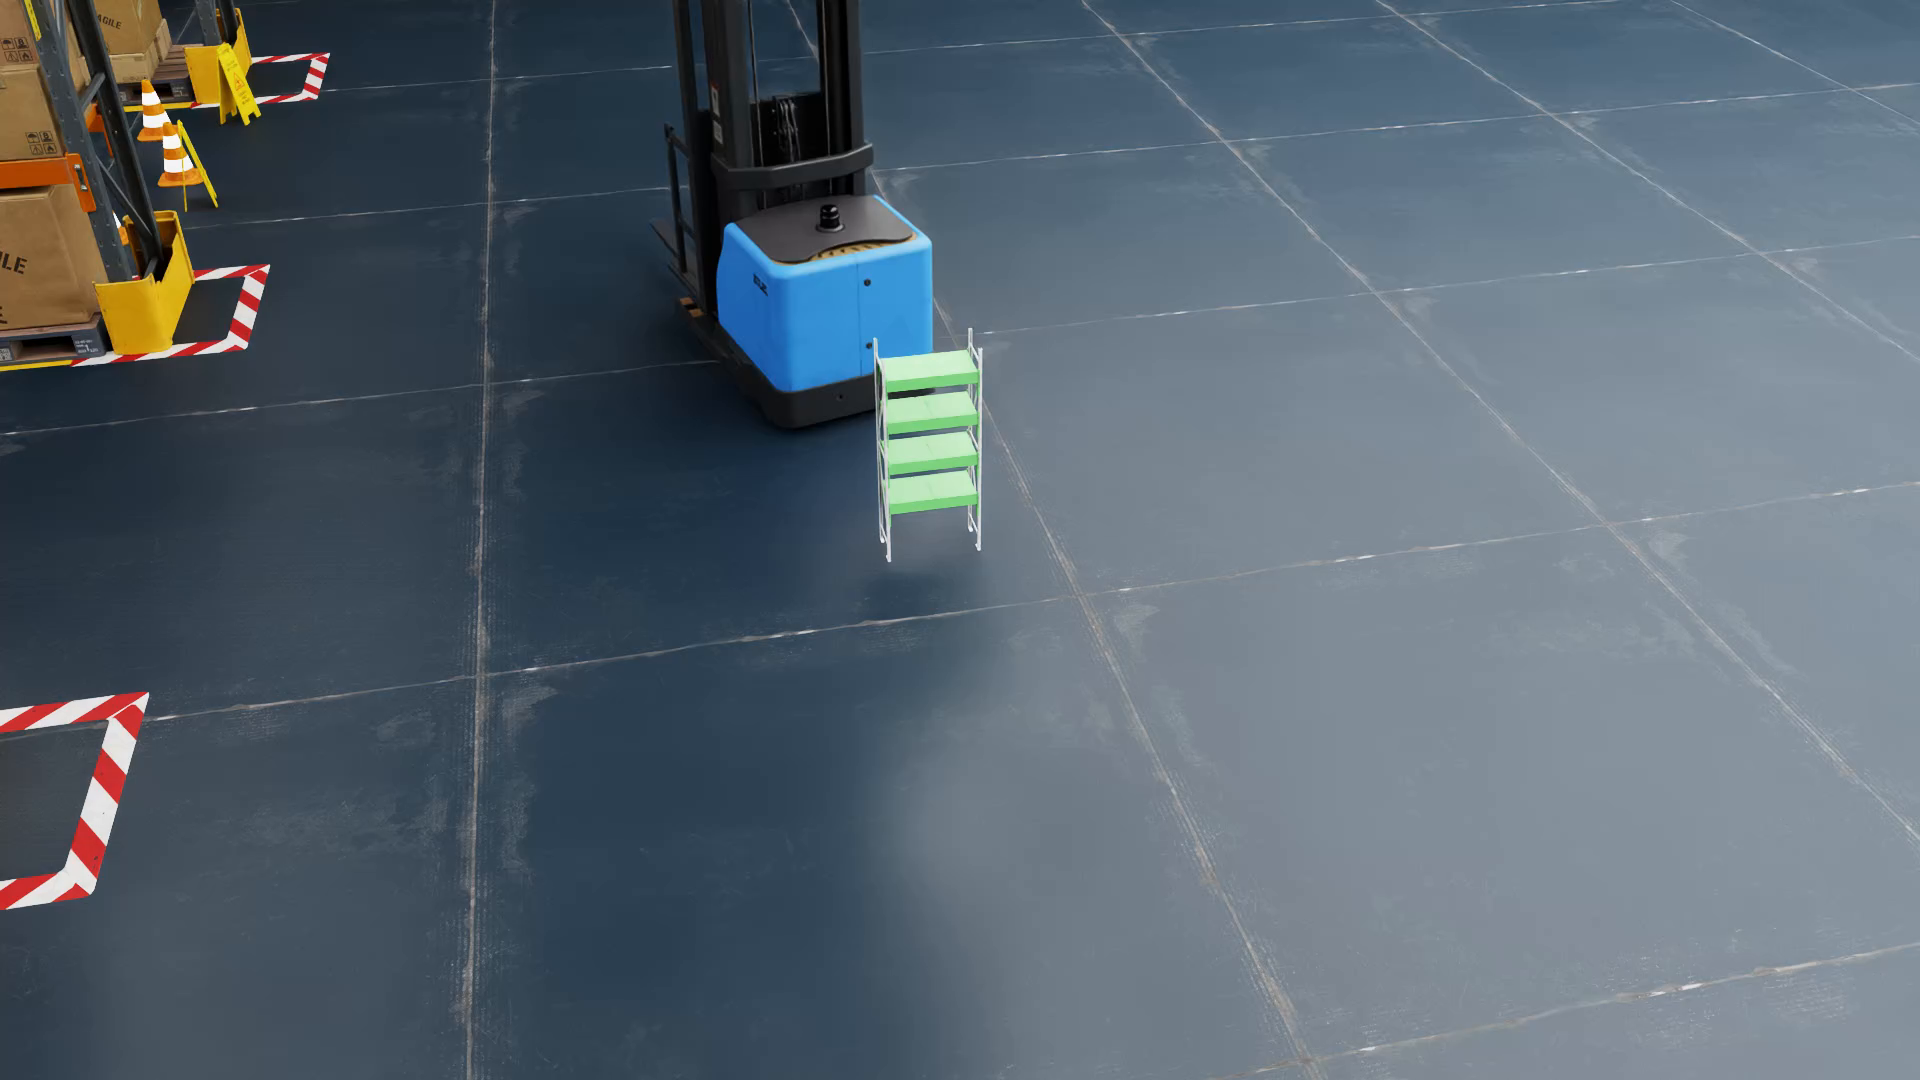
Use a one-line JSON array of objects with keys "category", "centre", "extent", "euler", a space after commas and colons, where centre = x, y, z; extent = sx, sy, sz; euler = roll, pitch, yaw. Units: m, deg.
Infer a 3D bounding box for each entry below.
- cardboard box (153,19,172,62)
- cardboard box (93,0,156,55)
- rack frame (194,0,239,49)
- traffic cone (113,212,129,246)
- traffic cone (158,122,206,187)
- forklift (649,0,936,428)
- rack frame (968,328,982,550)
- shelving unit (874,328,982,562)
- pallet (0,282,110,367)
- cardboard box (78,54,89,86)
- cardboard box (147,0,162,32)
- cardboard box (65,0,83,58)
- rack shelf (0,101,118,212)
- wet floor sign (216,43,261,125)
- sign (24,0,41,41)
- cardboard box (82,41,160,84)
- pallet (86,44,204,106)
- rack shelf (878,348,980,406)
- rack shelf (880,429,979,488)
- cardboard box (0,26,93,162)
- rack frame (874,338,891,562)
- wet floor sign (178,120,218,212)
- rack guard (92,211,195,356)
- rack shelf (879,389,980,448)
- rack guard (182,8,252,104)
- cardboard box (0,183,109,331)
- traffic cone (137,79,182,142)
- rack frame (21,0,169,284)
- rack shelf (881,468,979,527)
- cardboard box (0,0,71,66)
[{"category": "cardboard box", "centre": [-7.494, -4.527, 15.118], "extent": [0.500, 0.250, 0.500], "euler": [-7, 35, -11]}, {"category": "cardboard box", "centre": [-7.370, -4.547, 14.475], "extent": [0.500, 0.500, 0.500], "euler": [-7, 34, -10]}, {"category": "rack frame", "centre": [-6.646, -5.443, 14.393], "extent": [0.127, 3.000, 1.000], "euler": [-7, 35, -11]}, {"category": "traffic cone", "centre": [-6.287, -2.419, 12.162], "extent": [0.334, 0.463, 0.336], "euler": [-7, 35, -11]}, {"category": "traffic cone", "centre": [-6.205, -3.075, 13.139], "extent": [0.334, 0.463, 0.336], "euler": [-7, 35, -11]}, {"category": "forklift", "centre": [-1.262, -2.680, 10.337], "extent": [1.130, 2.935, 3.031], "euler": [-16, 37, -22]}, {"category": "rack frame", "centre": [0.077, -0.508, 8.653], "extent": [0.015, 1.200, 0.240], "euler": [-7, 35, -11]}, {"category": "shelving unit", "centre": [-0.161, -0.478, 8.608], "extent": [0.503, 1.200, 0.258], "euler": [-7, 35, -11]}, {"category": "pallet", "centre": [-6.218, -1.467, 10.969], "extent": [1.213, 0.211, 1.003], "euler": [-7, 35, -11]}, {"category": "cardboard box", "centre": [-7.882, -4.171, 14.588], "extent": [0.500, 0.250, 0.500], "euler": [-7, 35, -10]}, {"category": "cardboard box", "centre": [-7.517, -4.835, 14.904], "extent": [0.500, 0.500, 0.500], "euler": [-8, 35, -12]}, {"category": "cardboard box", "centre": [-7.879, -4.481, 14.377], "extent": [0.500, 0.500, 0.500], "euler": [-6, 34, -9]}, {"category": "rack shelf", "centre": [-7.407, -2.221, 10.236], "extent": [4.000, 0.370, 1.077], "euler": [-7, 35, -11]}, {"category": "wet floor sign", "centre": [-6.225, -3.908, 14.217], "extent": [0.232, 0.644, 0.267], "euler": [4, 34, 6]}, {"category": "sign", "centre": [-5.350, -3.048, 9.572], "extent": [0.005, 0.325, 0.100], "euler": [-7, 35, -11]}, {"category": "cardboard box", "centre": [-7.399, -4.228, 14.672], "extent": [0.500, 0.250, 0.500], "euler": [-7, 35, -11]}, {"category": "pallet", "centre": [-7.521, -4.196, 15.036], "extent": [1.213, 0.211, 1.003], "euler": [-7, 35, -11]}, {"category": "rack shelf", "centre": [-0.161, -0.823, 8.377], "extent": [0.480, 0.148, 0.258], "euler": [-7, 35, -11]}, {"category": "rack shelf", "centre": [-0.161, -0.425, 8.644], "extent": [0.480, 0.148, 0.258], "euler": [-7, 35, -11]}, {"category": "cardboard box", "centre": [-5.808, -2.758, 10.256], "extent": [0.550, 0.550, 0.875], "euler": [-7, 35, -11]}, {"category": "rack frame", "centre": [-0.399, -0.448, 8.564], "extent": [0.015, 1.200, 0.240], "euler": [-7, 35, -11]}, {"category": "wet floor sign", "centre": [-5.864, -2.868, 12.667], "extent": [0.232, 0.644, 0.267], "euler": [-13, 36, -19]}, {"category": "rack guard", "centre": [-5.432, -1.731, 11.103], "extent": [0.348, 0.500, 1.175], "euler": [-7, 35, -11]}, {"category": "rack shelf", "centre": [-0.161, -0.624, 8.510], "extent": [0.480, 0.148, 0.258], "euler": [-7, 35, -11]}, {"category": "rack guard", "centre": [-6.720, -4.396, 15.075], "extent": [0.348, 0.500, 1.175], "euler": [-7, 35, -11]}, {"category": "cardboard box", "centre": [-6.103, -1.938, 10.700], "extent": [0.875, 0.875, 0.875], "euler": [-7, 34, -10]}, {"category": "traffic cone", "centre": [-6.781, -3.636, 13.976], "extent": [0.334, 0.463, 0.336], "euler": [-7, 35, -11]}, {"category": "rack frame", "centre": [-5.456, -2.766, 10.402], "extent": [0.127, 3.000, 1.000], "euler": [-7, 35, -11]}, {"category": "rack shelf", "centre": [-0.161, -0.226, 8.778], "extent": [0.480, 0.148, 0.258], "euler": [-7, 35, -11]}, {"category": "cardboard box", "centre": [-5.826, -3.252, 10.023], "extent": [0.550, 0.550, 0.875], "euler": [-7, 35, -11]}]
